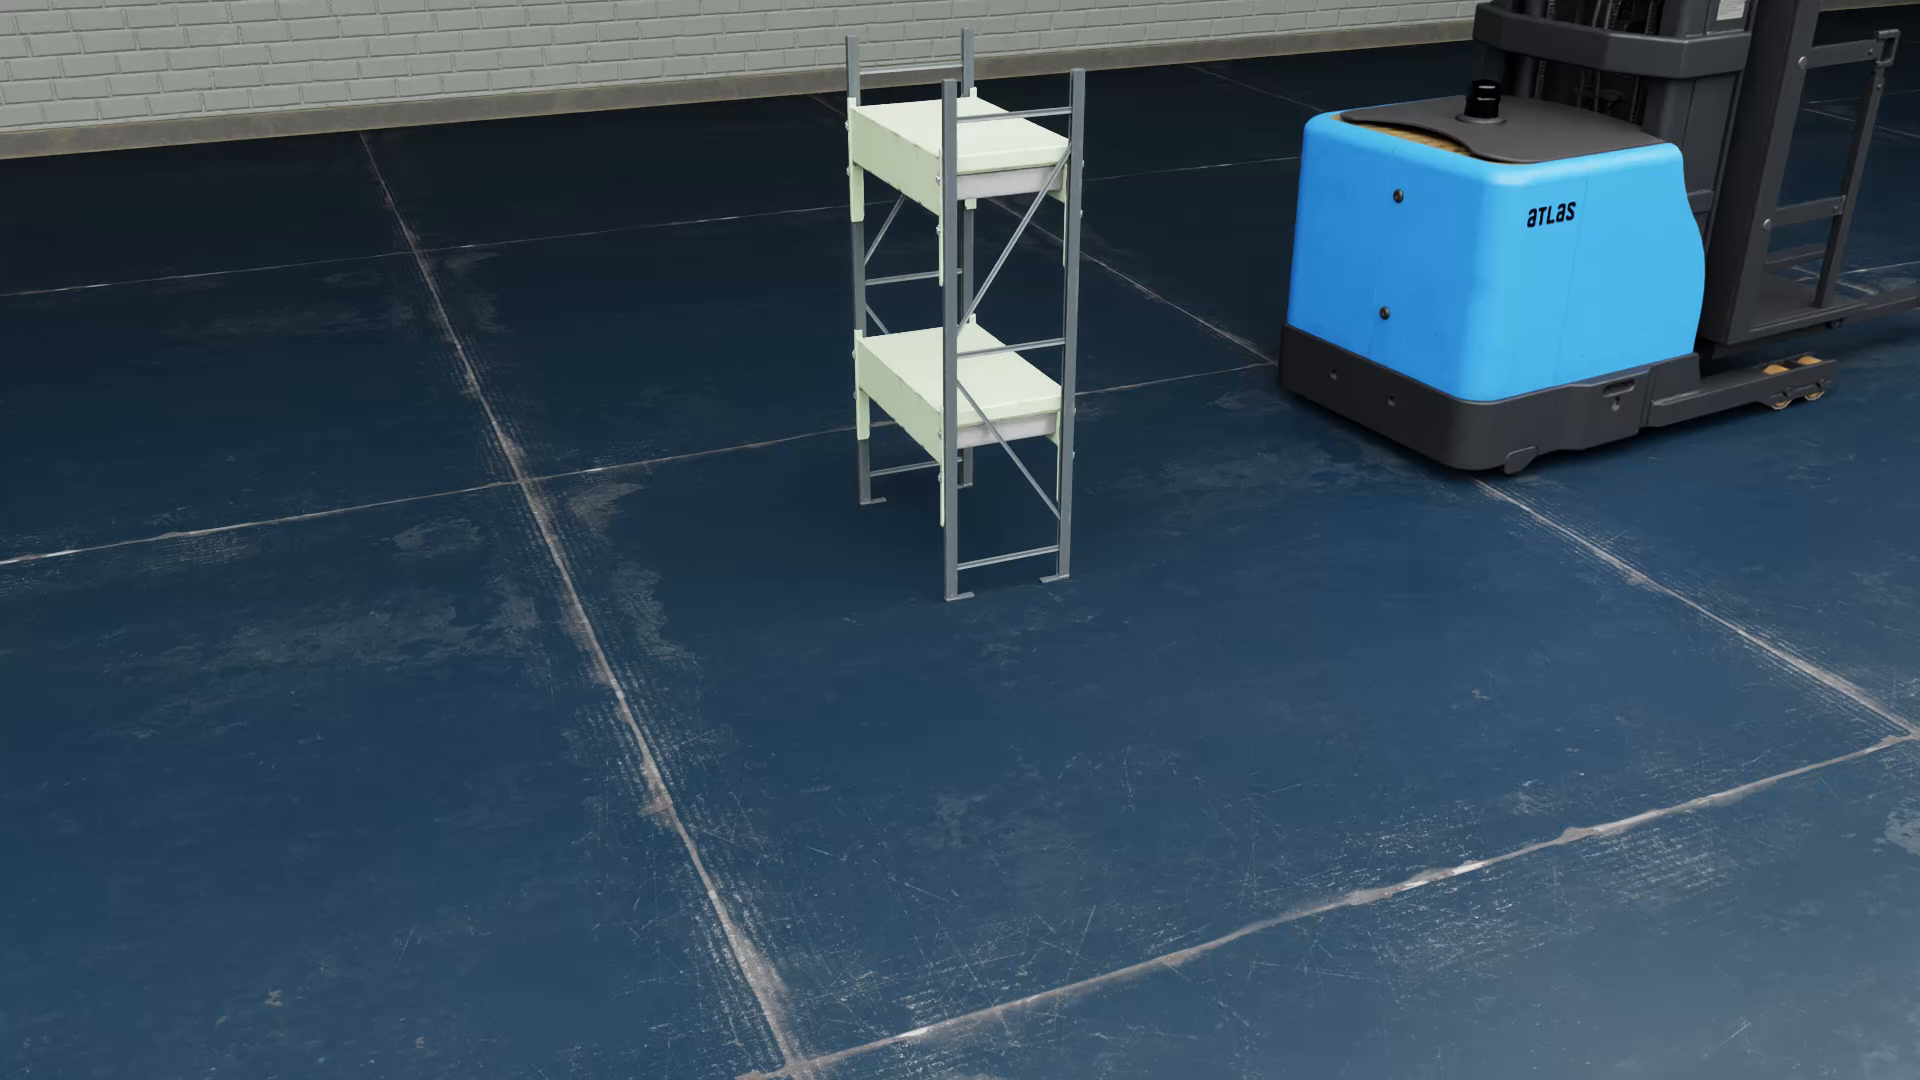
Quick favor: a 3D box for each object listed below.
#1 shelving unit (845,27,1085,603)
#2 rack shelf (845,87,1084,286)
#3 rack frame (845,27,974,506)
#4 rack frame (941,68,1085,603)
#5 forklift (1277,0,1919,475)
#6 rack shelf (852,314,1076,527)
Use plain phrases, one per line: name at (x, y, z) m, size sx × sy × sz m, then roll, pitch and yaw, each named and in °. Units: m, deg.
shelving unit at (-0.003, -0.677, 4.926) m, size 0.431 × 1.500 × 0.755 m, roll -11°, pitch 28°, yaw -21°
rack shelf at (-0.003, -1.027, 4.755) m, size 0.431 × 0.370 × 0.720 m, roll -11°, pitch 28°, yaw -21°
rack frame at (-0.146, -0.824, 5.229) m, size 0.400 × 1.500 × 0.023 m, roll -11°, pitch 28°, yaw -21°
rack frame at (0.141, -0.529, 4.624) m, size 0.400 × 1.500 × 0.023 m, roll -11°, pitch 28°, yaw -21°
forklift at (2.744, -1.993, 5.992) m, size 3.031 × 2.935 × 1.130 m, roll -14°, pitch 29°, yaw -26°
rack shelf at (-0.003, -0.384, 5.070) m, size 0.431 × 0.370 × 0.720 m, roll -11°, pitch 28°, yaw -21°
